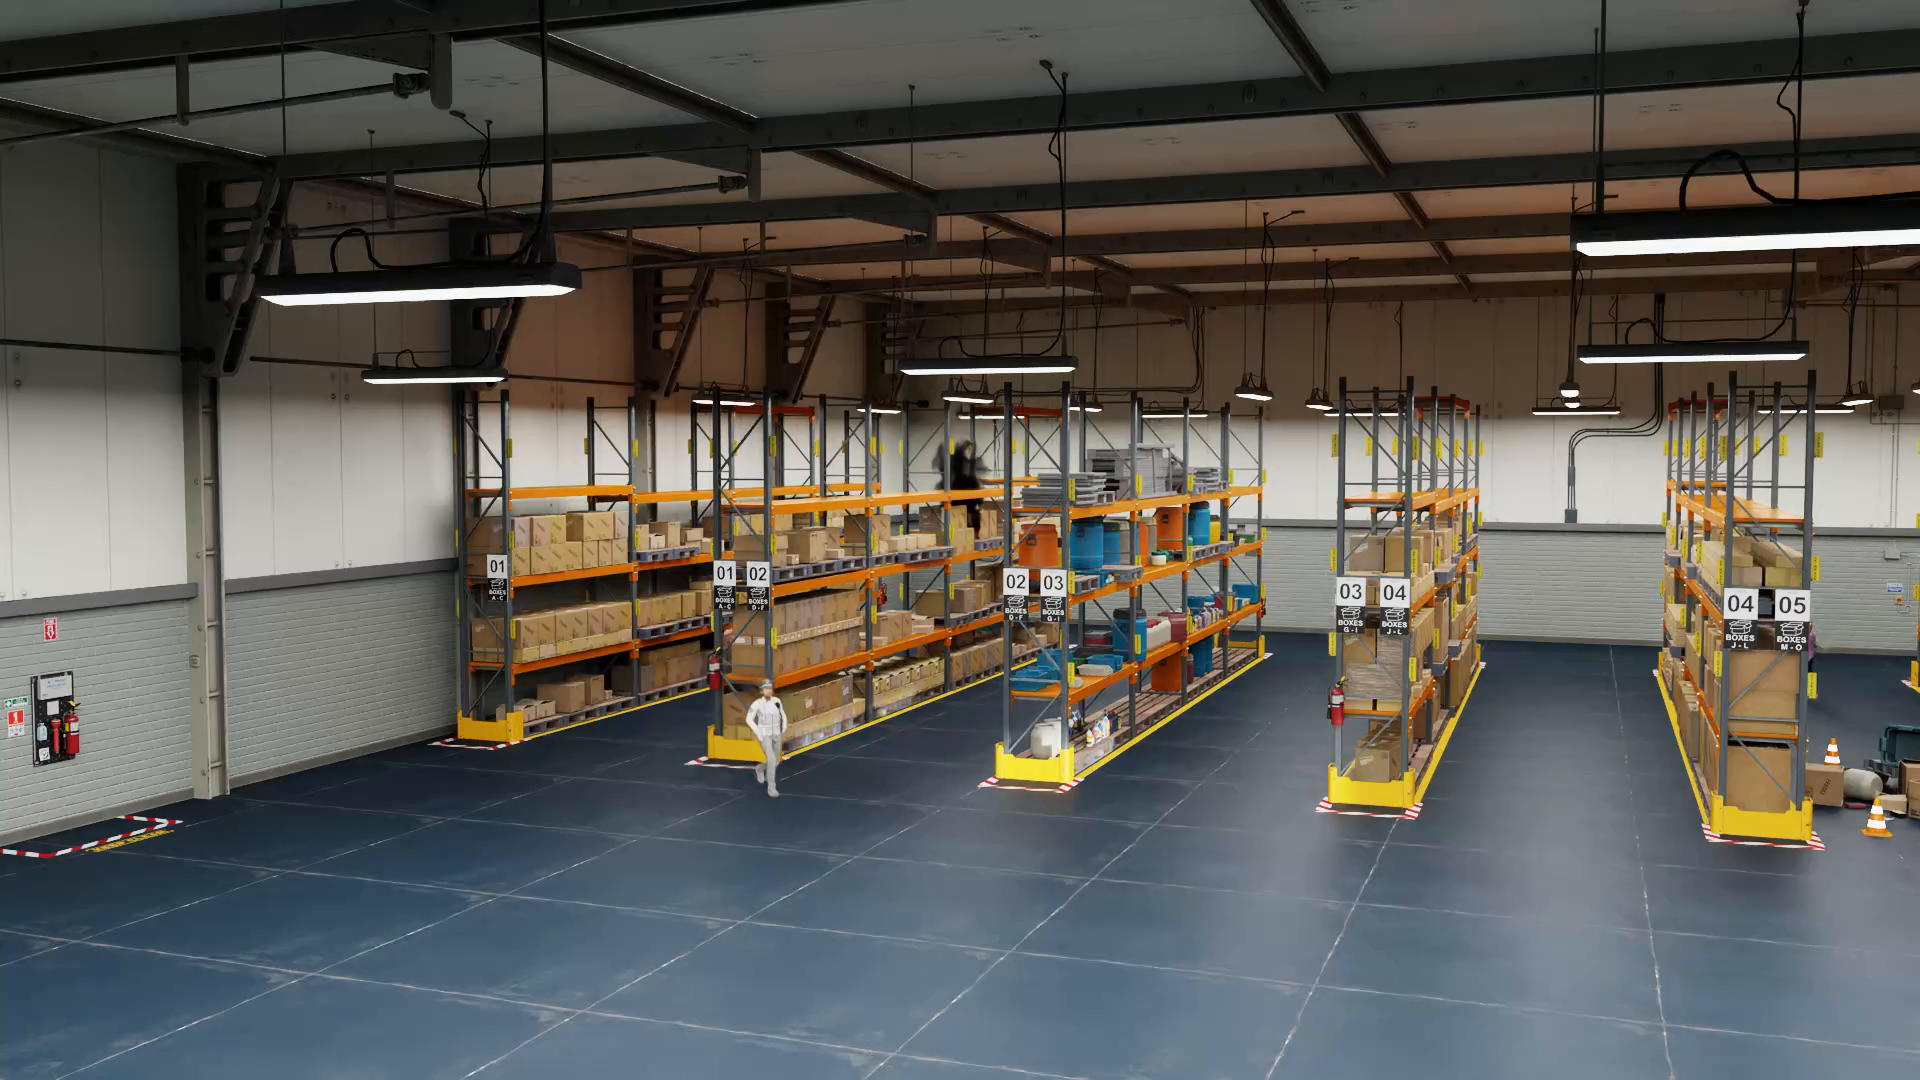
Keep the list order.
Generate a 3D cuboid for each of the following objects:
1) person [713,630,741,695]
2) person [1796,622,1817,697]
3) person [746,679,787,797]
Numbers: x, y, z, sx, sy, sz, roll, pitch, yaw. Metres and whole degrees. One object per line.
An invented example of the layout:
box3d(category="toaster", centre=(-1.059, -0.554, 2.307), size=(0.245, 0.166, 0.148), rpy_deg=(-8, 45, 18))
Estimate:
box3d(category="person", centre=(-4.084, 2.462, 29.425), size=(0.704, 1.761, 1.049), rpy_deg=(1, 3, 22))
box3d(category="person", centre=(16.938, 2.367, 33.416), size=(0.516, 1.592, 0.613), rpy_deg=(1, 3, 9))
box3d(category="person", centre=(-2.795, 2.847, 24.163), size=(0.613, 1.686, 0.650), rpy_deg=(-2, 4, -33))
